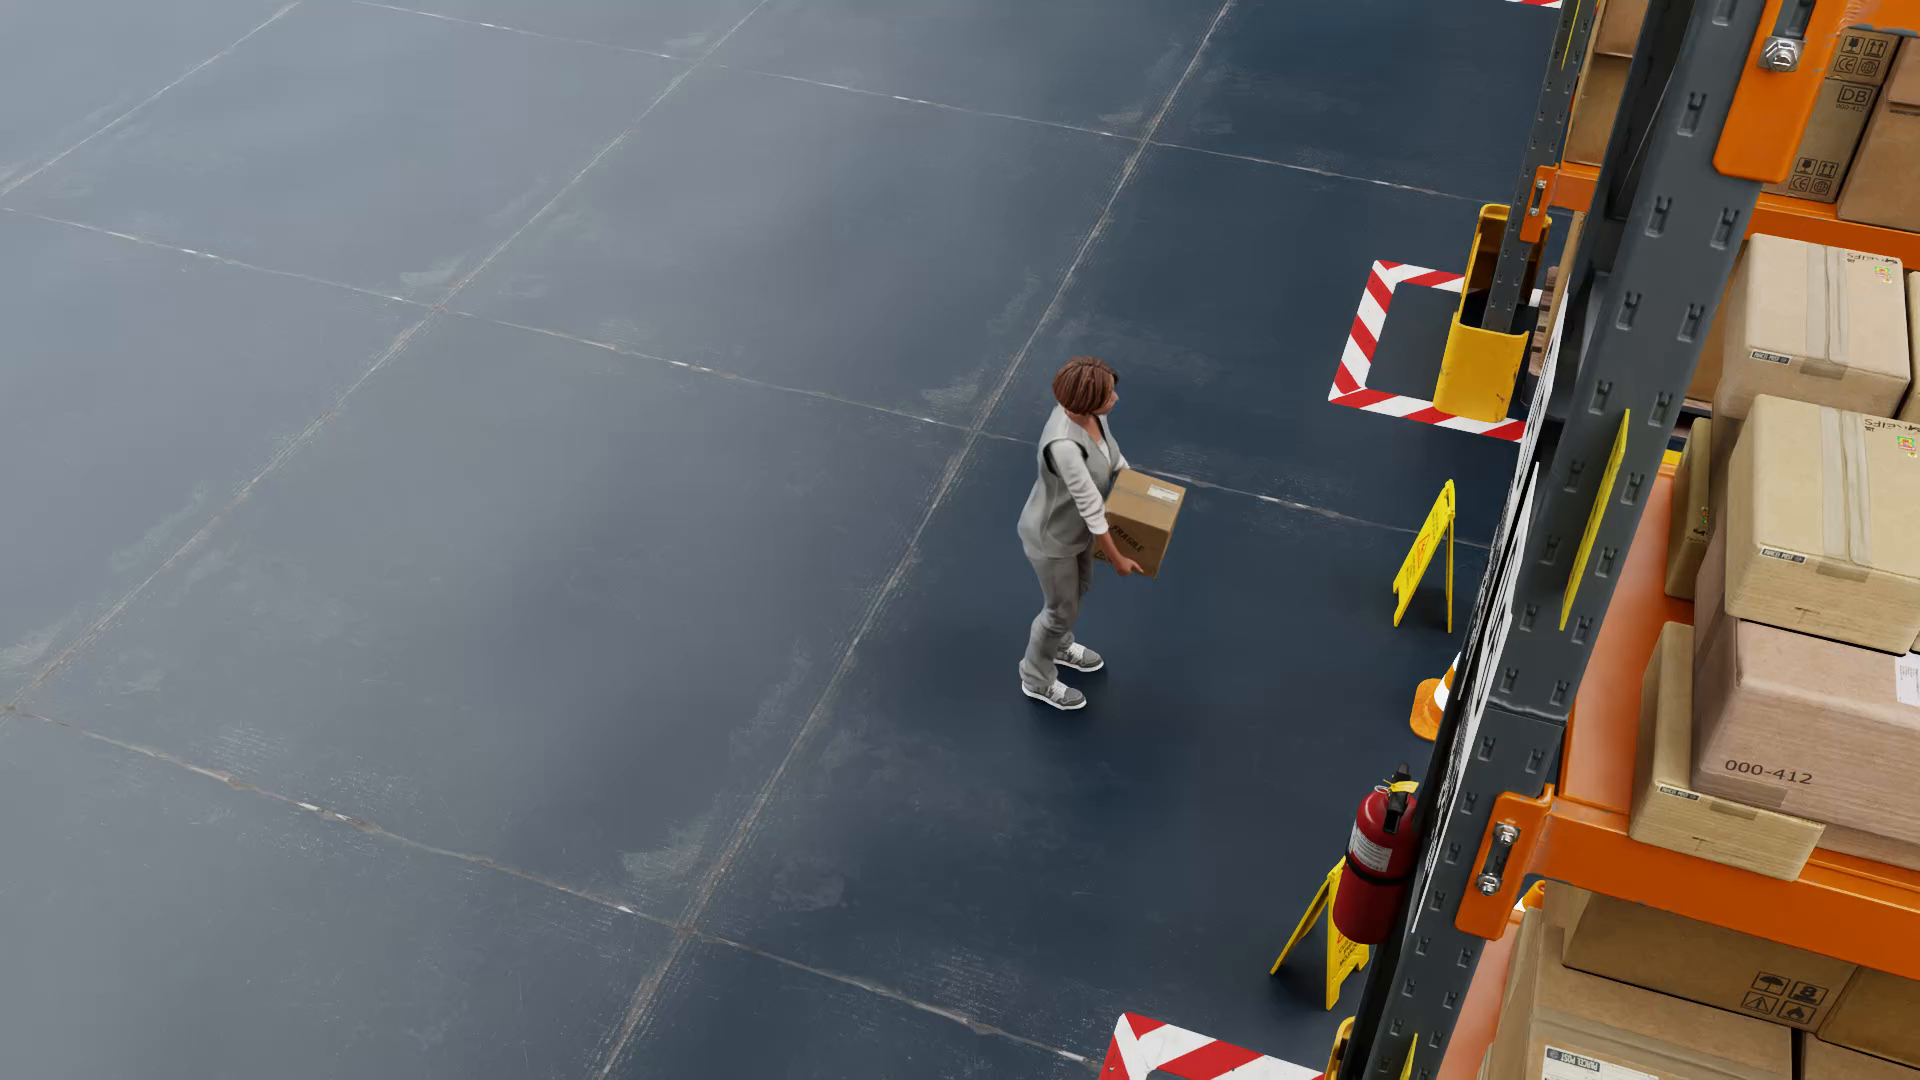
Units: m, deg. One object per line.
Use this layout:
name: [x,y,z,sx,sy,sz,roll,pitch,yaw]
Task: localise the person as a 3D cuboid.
person: [0.470,-0.012,6.191,0.508,1.589,0.375,13,44,14]
